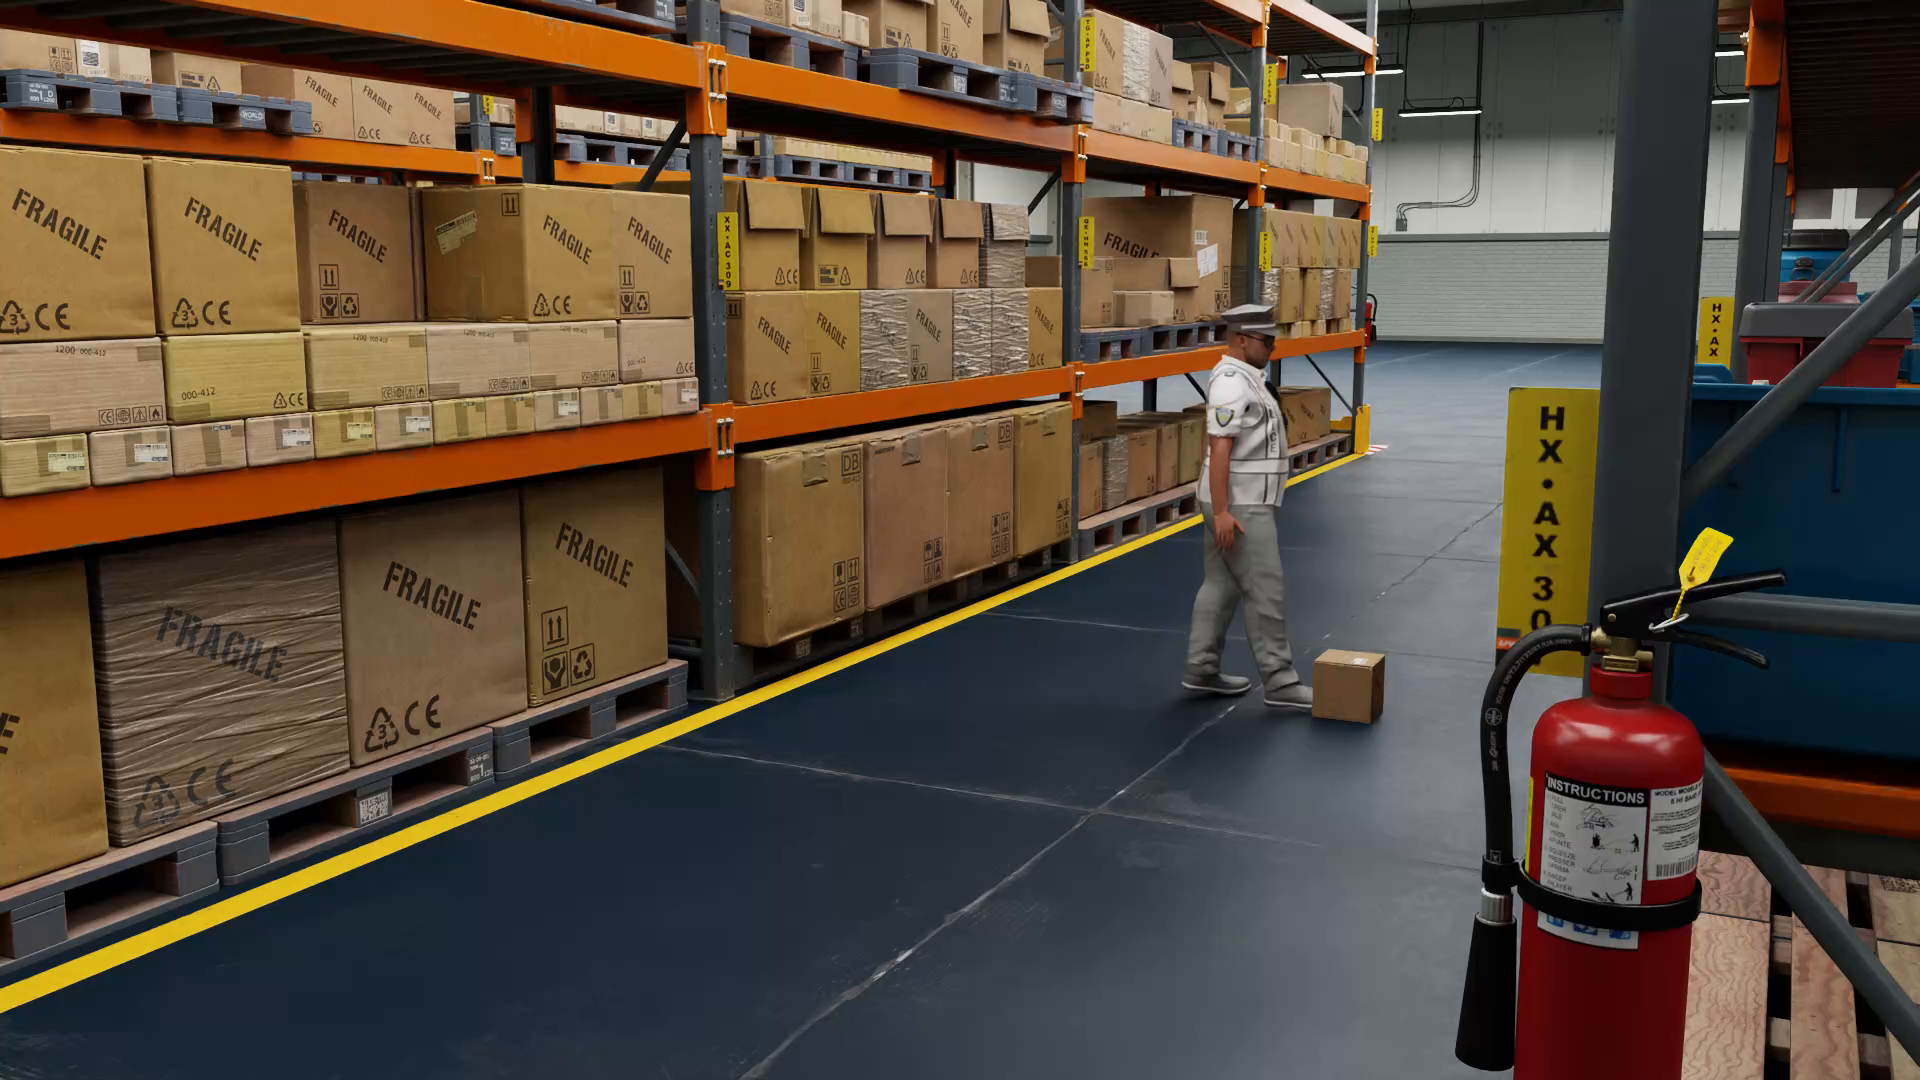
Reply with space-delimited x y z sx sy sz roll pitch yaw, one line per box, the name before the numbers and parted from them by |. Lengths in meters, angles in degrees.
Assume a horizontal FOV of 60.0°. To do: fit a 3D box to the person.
person | 1.331 -0.151 7.264 0.685 1.743 0.568 1 9 9
